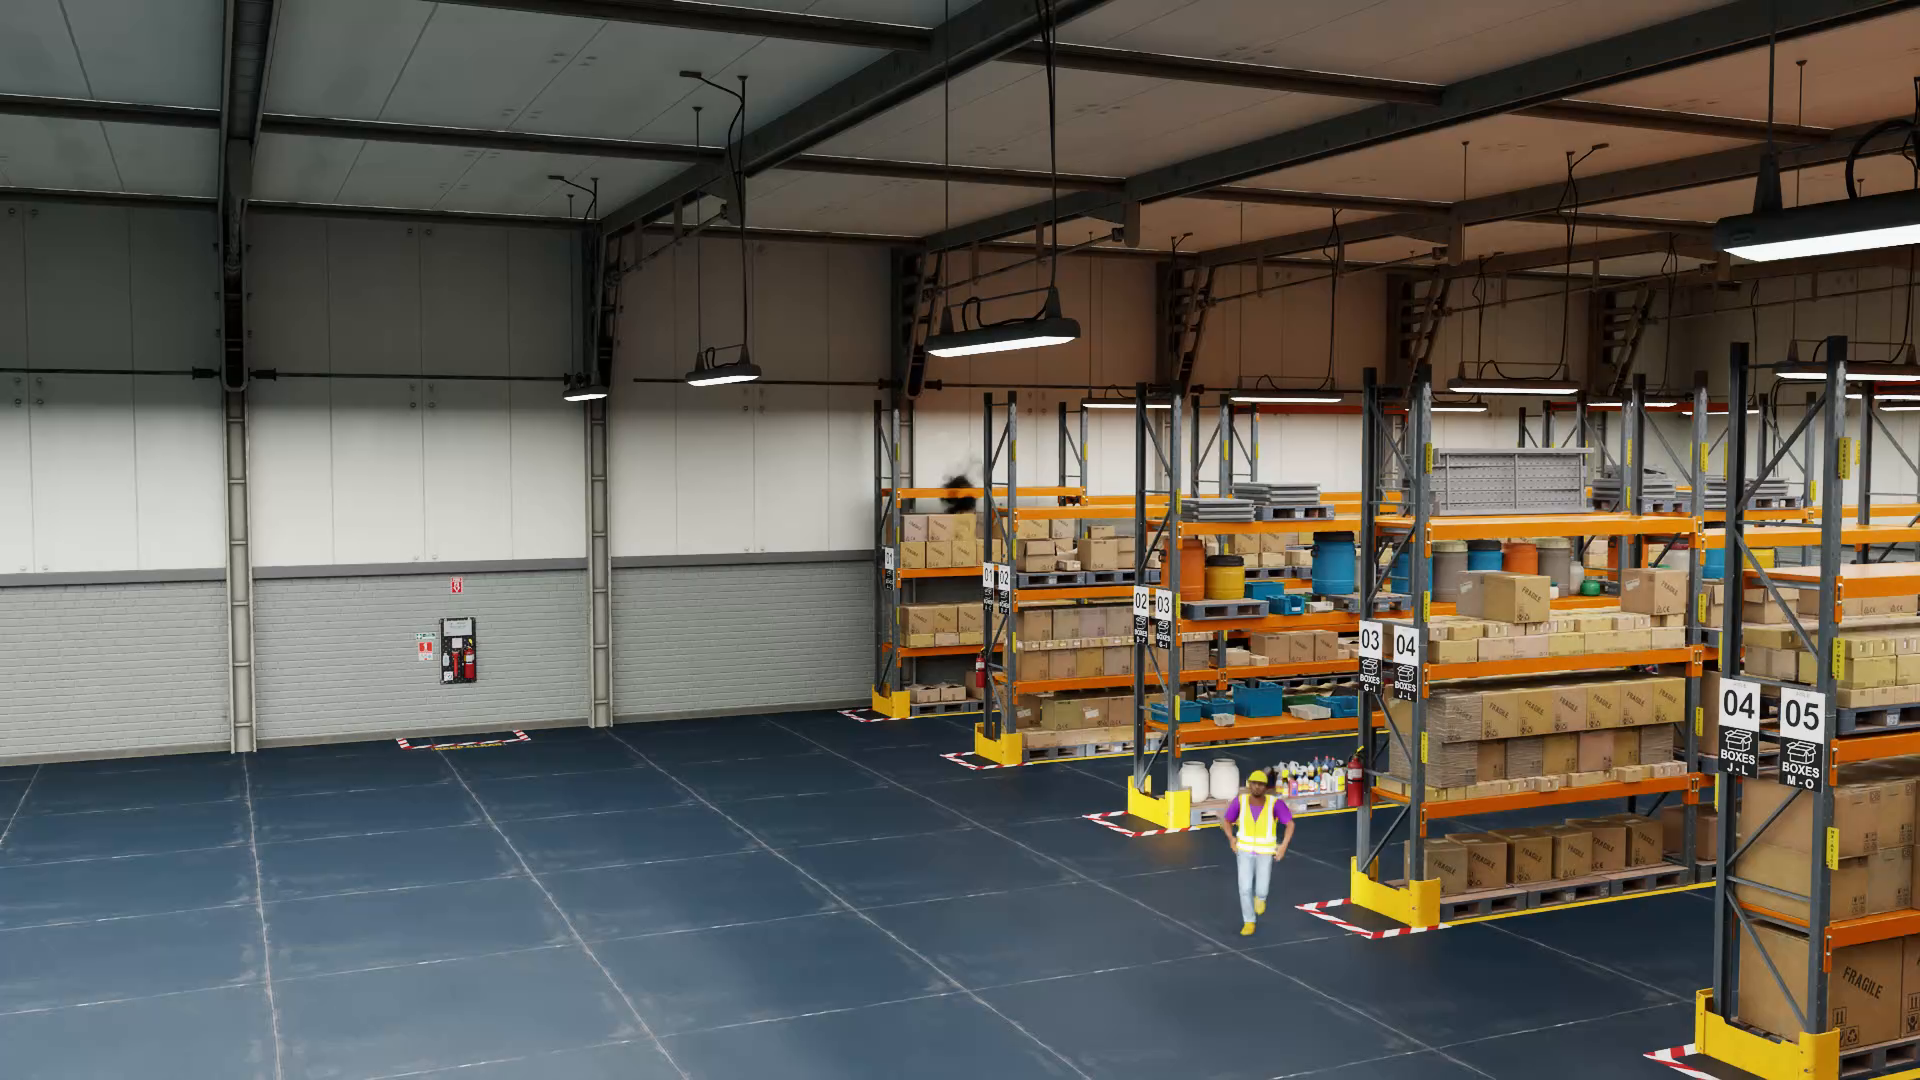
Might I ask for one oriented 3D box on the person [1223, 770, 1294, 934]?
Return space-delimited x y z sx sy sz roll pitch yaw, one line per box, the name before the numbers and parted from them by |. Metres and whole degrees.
person | 3.165 3.287 17.672 0.750 1.720 0.631 1 3 15
